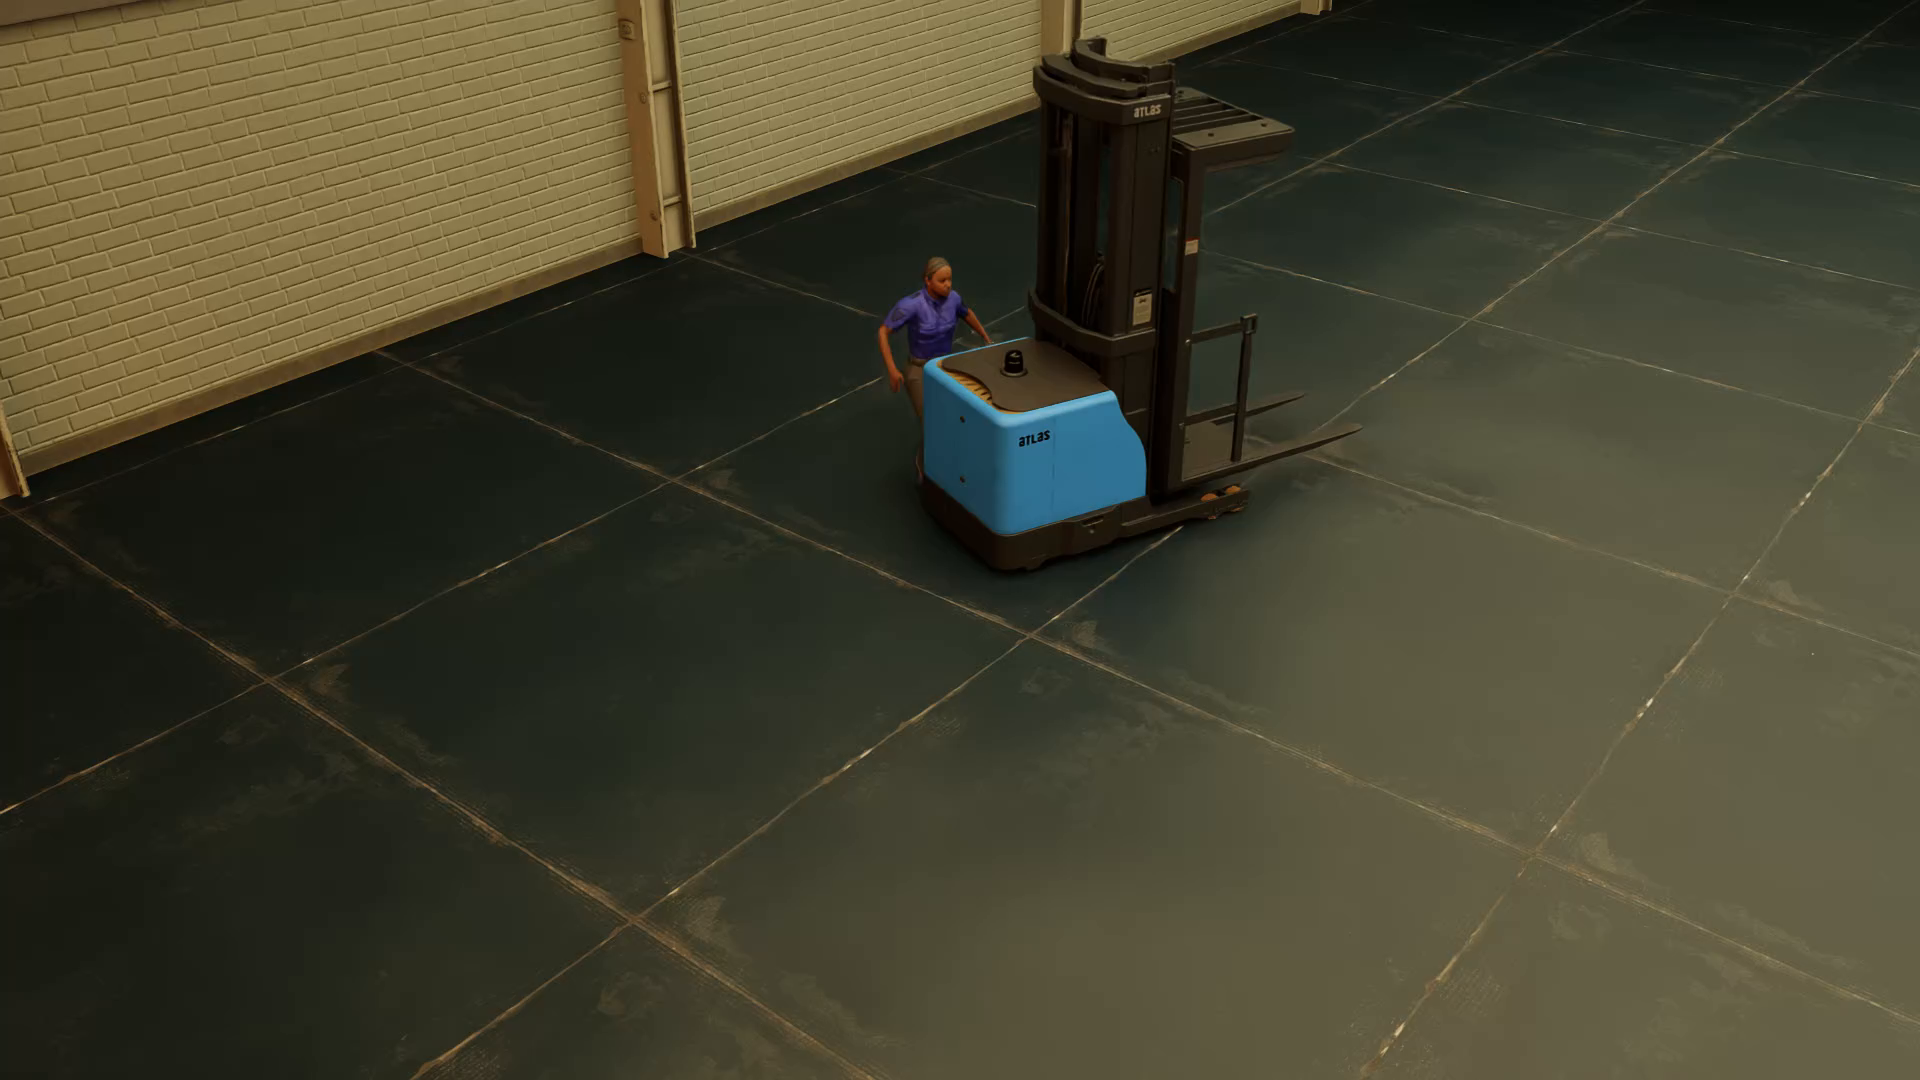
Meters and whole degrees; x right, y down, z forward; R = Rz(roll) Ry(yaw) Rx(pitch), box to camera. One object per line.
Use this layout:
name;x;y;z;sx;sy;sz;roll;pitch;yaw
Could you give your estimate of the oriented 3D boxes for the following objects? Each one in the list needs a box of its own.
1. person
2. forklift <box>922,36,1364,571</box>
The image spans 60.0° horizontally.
person;-0.076;-1.035;10.726;0.883;1.581;0.620;-20;36;-30
forklift;1.290;-1.612;10.353;3.031;2.935;1.130;-16;34;-26
